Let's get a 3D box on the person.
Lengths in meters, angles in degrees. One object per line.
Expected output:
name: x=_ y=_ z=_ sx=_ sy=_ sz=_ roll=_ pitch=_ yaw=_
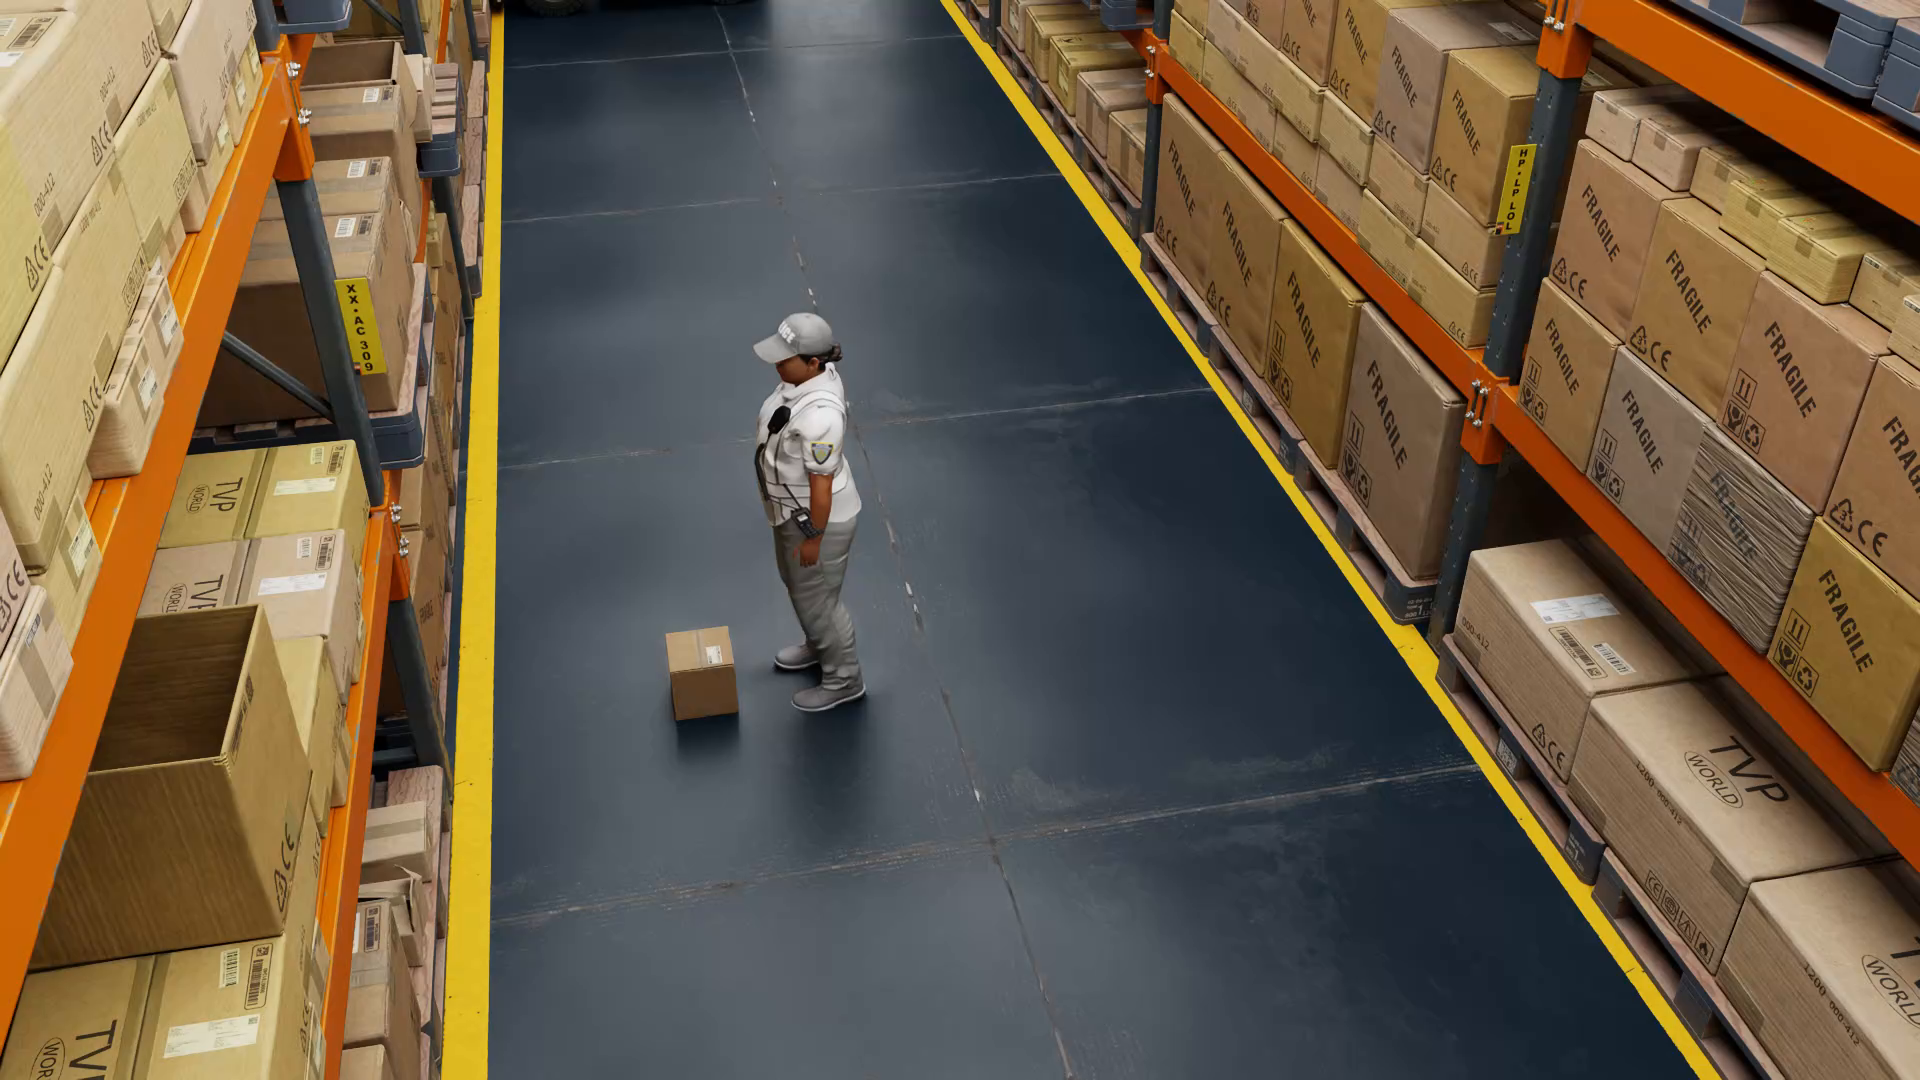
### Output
person: x=-0.573 y=-0.098 z=6.298 sx=0.391 sy=1.669 sz=0.465 roll=-6 pitch=35 yaw=-9
